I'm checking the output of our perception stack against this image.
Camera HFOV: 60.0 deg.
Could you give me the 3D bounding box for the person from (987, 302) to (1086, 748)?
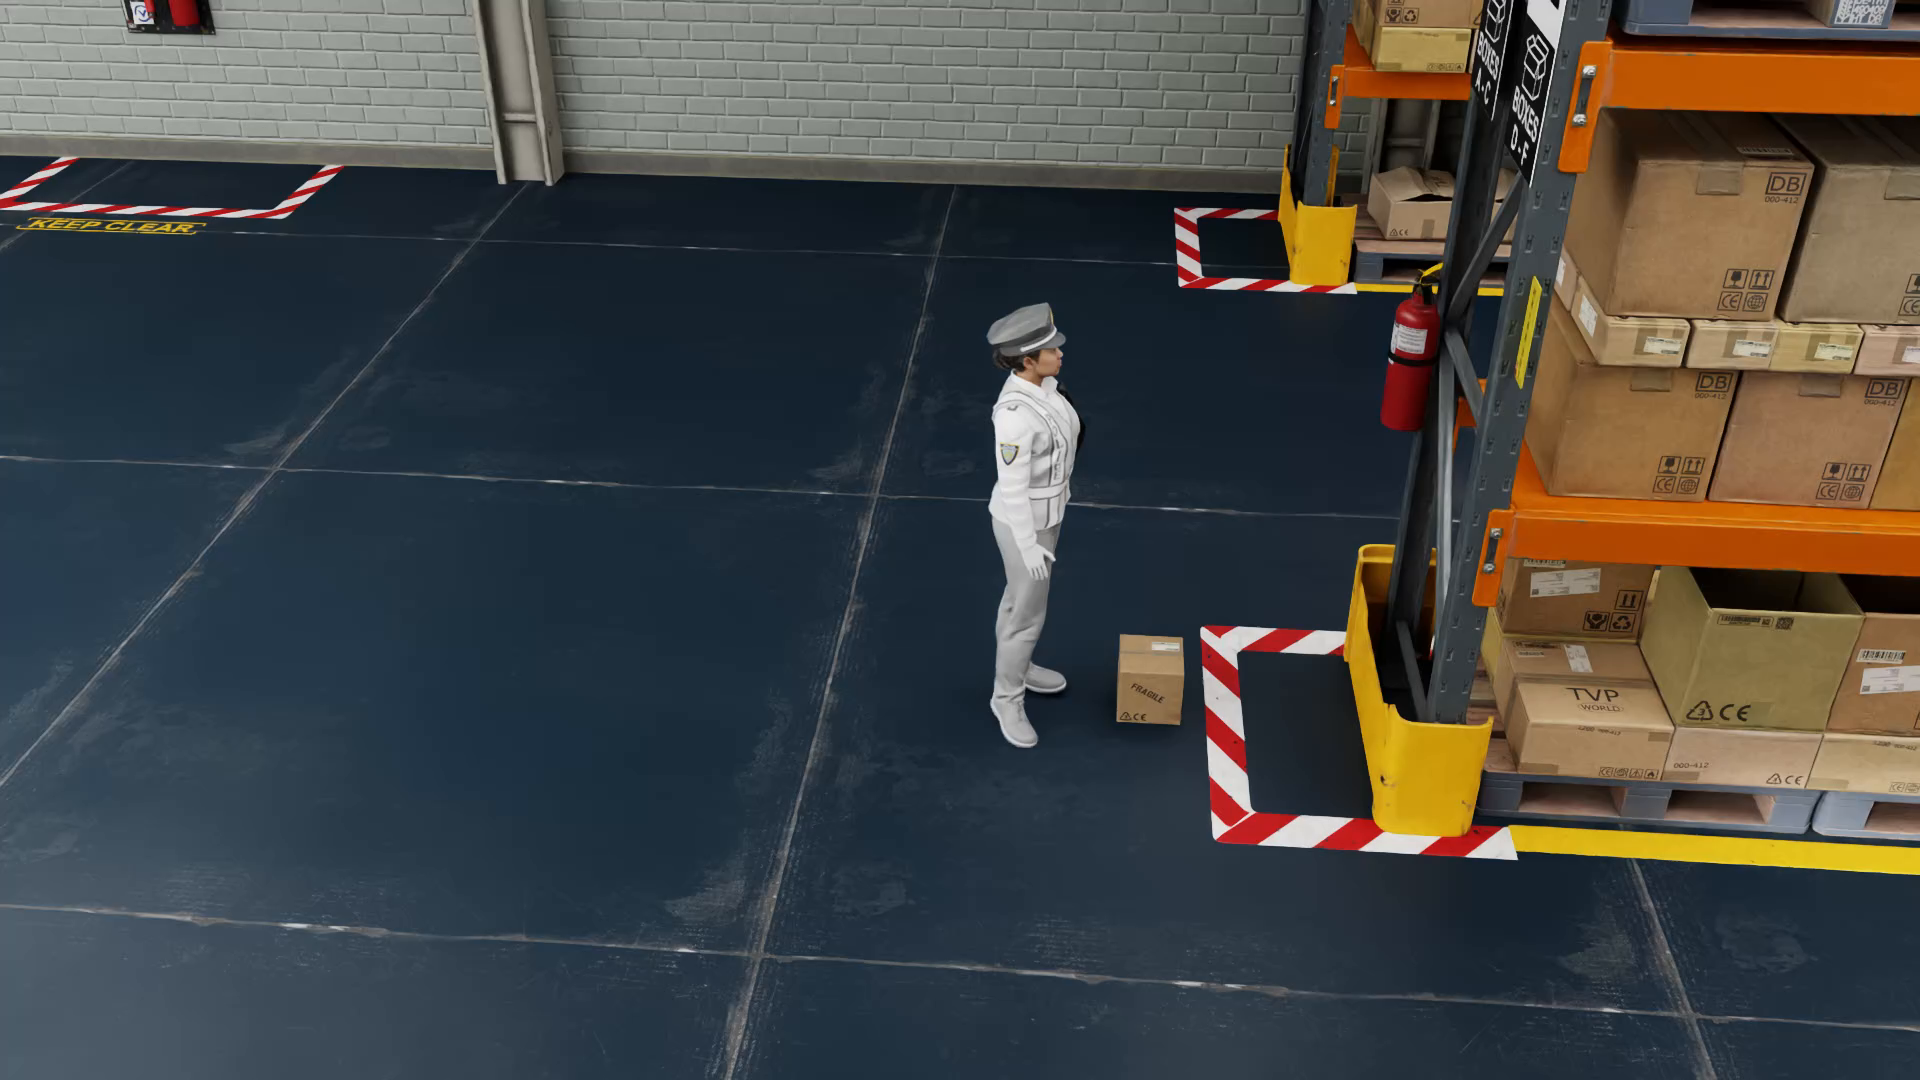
[{"bbox_3d":[0.262,-0.070,6.212,0.344,1.719,0.574,7,33,11],"label":"person"}]
